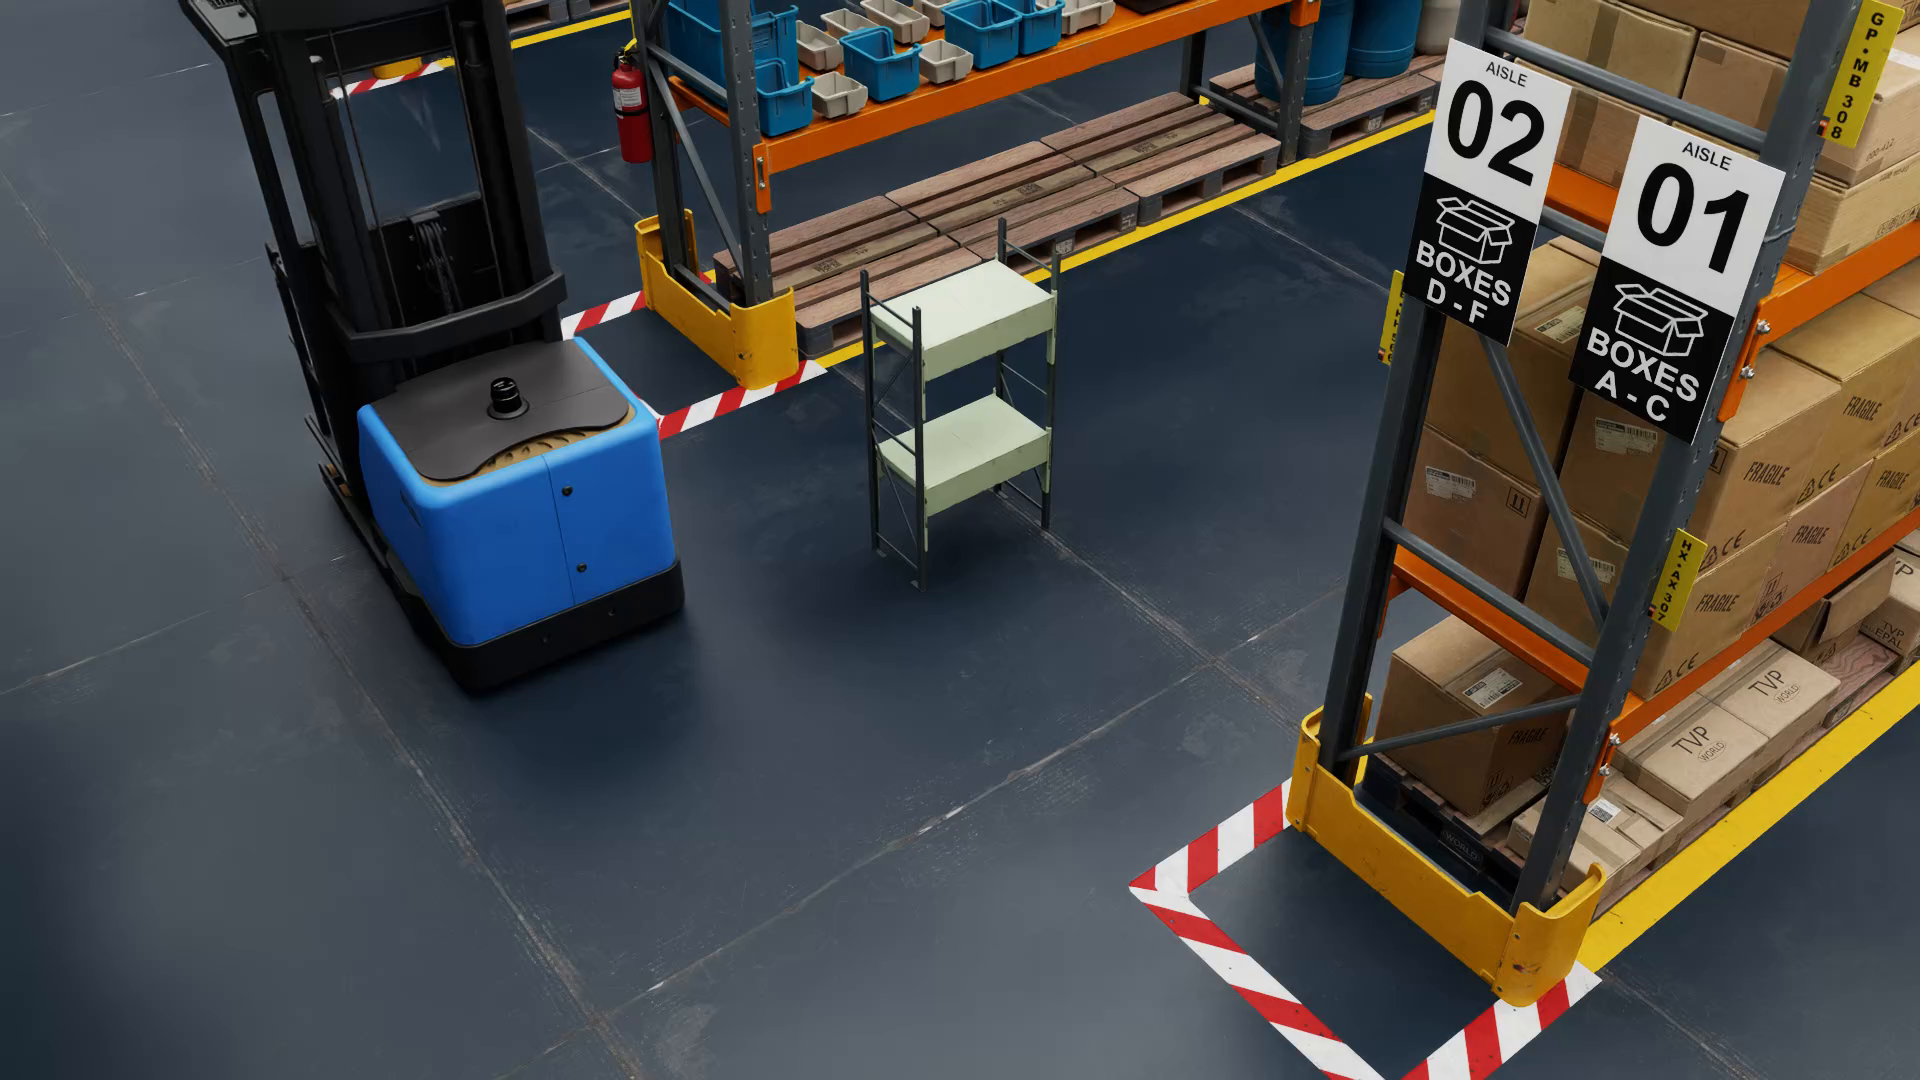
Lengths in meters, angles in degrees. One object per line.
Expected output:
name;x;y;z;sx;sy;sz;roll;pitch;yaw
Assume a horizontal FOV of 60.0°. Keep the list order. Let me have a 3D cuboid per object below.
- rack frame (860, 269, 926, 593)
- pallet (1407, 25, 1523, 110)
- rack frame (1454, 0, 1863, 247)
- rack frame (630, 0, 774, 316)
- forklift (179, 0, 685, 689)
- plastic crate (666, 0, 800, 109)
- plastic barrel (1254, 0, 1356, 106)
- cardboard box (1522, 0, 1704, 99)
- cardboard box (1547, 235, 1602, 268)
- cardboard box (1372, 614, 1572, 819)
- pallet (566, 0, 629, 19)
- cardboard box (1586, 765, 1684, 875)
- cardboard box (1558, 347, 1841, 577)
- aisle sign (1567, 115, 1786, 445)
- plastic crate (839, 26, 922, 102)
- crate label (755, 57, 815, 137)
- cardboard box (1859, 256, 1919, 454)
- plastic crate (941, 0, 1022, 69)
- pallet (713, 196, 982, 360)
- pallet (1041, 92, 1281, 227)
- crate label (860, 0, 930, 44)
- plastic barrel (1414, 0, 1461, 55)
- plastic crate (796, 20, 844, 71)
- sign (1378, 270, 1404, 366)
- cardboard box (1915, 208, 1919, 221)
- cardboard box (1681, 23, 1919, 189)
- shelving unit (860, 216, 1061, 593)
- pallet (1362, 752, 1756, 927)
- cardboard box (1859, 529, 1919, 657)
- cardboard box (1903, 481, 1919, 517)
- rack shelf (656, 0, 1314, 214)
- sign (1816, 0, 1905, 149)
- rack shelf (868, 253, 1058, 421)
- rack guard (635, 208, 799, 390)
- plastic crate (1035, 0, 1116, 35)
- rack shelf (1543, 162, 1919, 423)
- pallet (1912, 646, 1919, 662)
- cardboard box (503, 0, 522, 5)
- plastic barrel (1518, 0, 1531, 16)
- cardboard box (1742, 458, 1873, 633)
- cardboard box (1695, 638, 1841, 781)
rack frame;-0.285;-0.441;7.239;0.023;1.500;0.400;-26;46;-28
pallet;3.451;-3.535;12.026;1.213;0.211;1.003;-26;46;-28
rack frame;1.689;-2.143;3.400;0.127;3.000;1.000;-26;46;-28
rack frame;-1.326;-2.316;8.341;0.127;3.000;1.000;-26;46;-28
forklift;-2.469;-1.404;7.285;1.130;2.935;3.031;-23;45;-25
plastic crate;-1.174;-2.576;8.583;0.499;0.435;0.616;-26;46;-28
plastic barrel;2.287;-3.414;11.004;0.708;0.901;0.600;-26;46;-28
cardboard box;1.941;-1.445;4.639;0.500;0.250;0.500;-26;46;-28
cardboard box;2.275;-0.754;5.571;0.500;0.500;0.500;-25;45;-27
cardboard box;1.970;0.639;6.363;0.500;0.500;0.500;-26;46;-28
pallet;-2.791;-4.546;13.258;1.213;0.211;1.003;-26;46;-28
cardboard box;2.429;1.016;6.166;0.250;0.166;0.380;-26;46;-28
cardboard box;2.202;-0.287;5.002;0.500;0.500;0.500;-25;45;-27
aisle sign;1.814;-0.654;4.266;0.004;0.787;0.394;-26;46;-28
plastic crate;-0.408;-2.458;8.600;0.300;0.233;0.416;-26;46;-28
crate label;-0.930;-2.204;8.290;0.303;0.233;0.416;-26;46;-28
cardboard box;3.011;-0.684;5.485;0.500;0.500;0.500;-25;46;-28
plastic crate;0.114;-2.713;8.910;0.300;0.233;0.416;-26;46;-28
pallet;-0.649;-1.537;9.590;1.213;0.211;1.003;-26;46;-28
pallet;1.286;-2.480;10.740;1.213;0.211;1.003;-26;46;-28
crate label;-0.345;-2.868;9.175;0.243;0.136;0.396;-26;46;-28
plastic barrel;3.351;-3.711;11.672;0.421;0.512;0.421;0;39;0
plastic crate;-0.790;-2.643;8.901;0.243;0.136;0.396;-26;46;-28
sign;1.367;-0.680;5.185;0.005;0.325;0.100;-26;46;-28
cardboard box;2.656;-1.182;4.713;0.500;0.250;0.500;-26;46;-28
cardboard box;2.255;-1.186;4.323;0.500;0.250;0.500;-26;46;-28
shelving unit;0.005;-0.582;7.411;0.755;1.500;0.431;-26;46;-28
pallet;2.381;0.917;6.599;1.213;0.211;1.003;-26;46;-28
cardboard box;3.987;0.153;7.105;0.500;0.311;0.500;-26;46;-28
cardboard box;3.405;-0.488;6.034;0.500;0.500;0.500;-25;46;-28
rack shelf;0.260;-2.810;9.512;4.000;0.370;1.077;-26;46;-28
sign;2.020;-1.048;3.742;0.005;0.325;0.100;-26;46;-28
rack shelf;0.005;-0.884;7.163;0.720;0.370;0.431;-26;46;-28
rack guard;-1.337;-1.333;9.115;0.348;0.500;1.175;-26;46;-28
plastic crate;0.648;-2.959;9.286;0.466;0.136;0.293;-26;46;-28
rack shelf;3.275;-1.478;5.522;4.000;0.370;1.077;-26;46;-28
pallet;4.316;-0.026;7.749;1.213;0.211;1.003;-26;46;-28
cardboard box;-3.886;-4.435;12.269;0.875;0.875;0.875;-26;46;-28
plastic barrel;4.246;-4.147;12.204;0.421;0.512;0.421;0;39;0
cardboard box;2.608;-0.103;5.565;0.500;0.500;0.500;-26;46;-28
cardboard box;3.086;0.616;6.589;0.500;0.250;0.500;-26;46;-28
